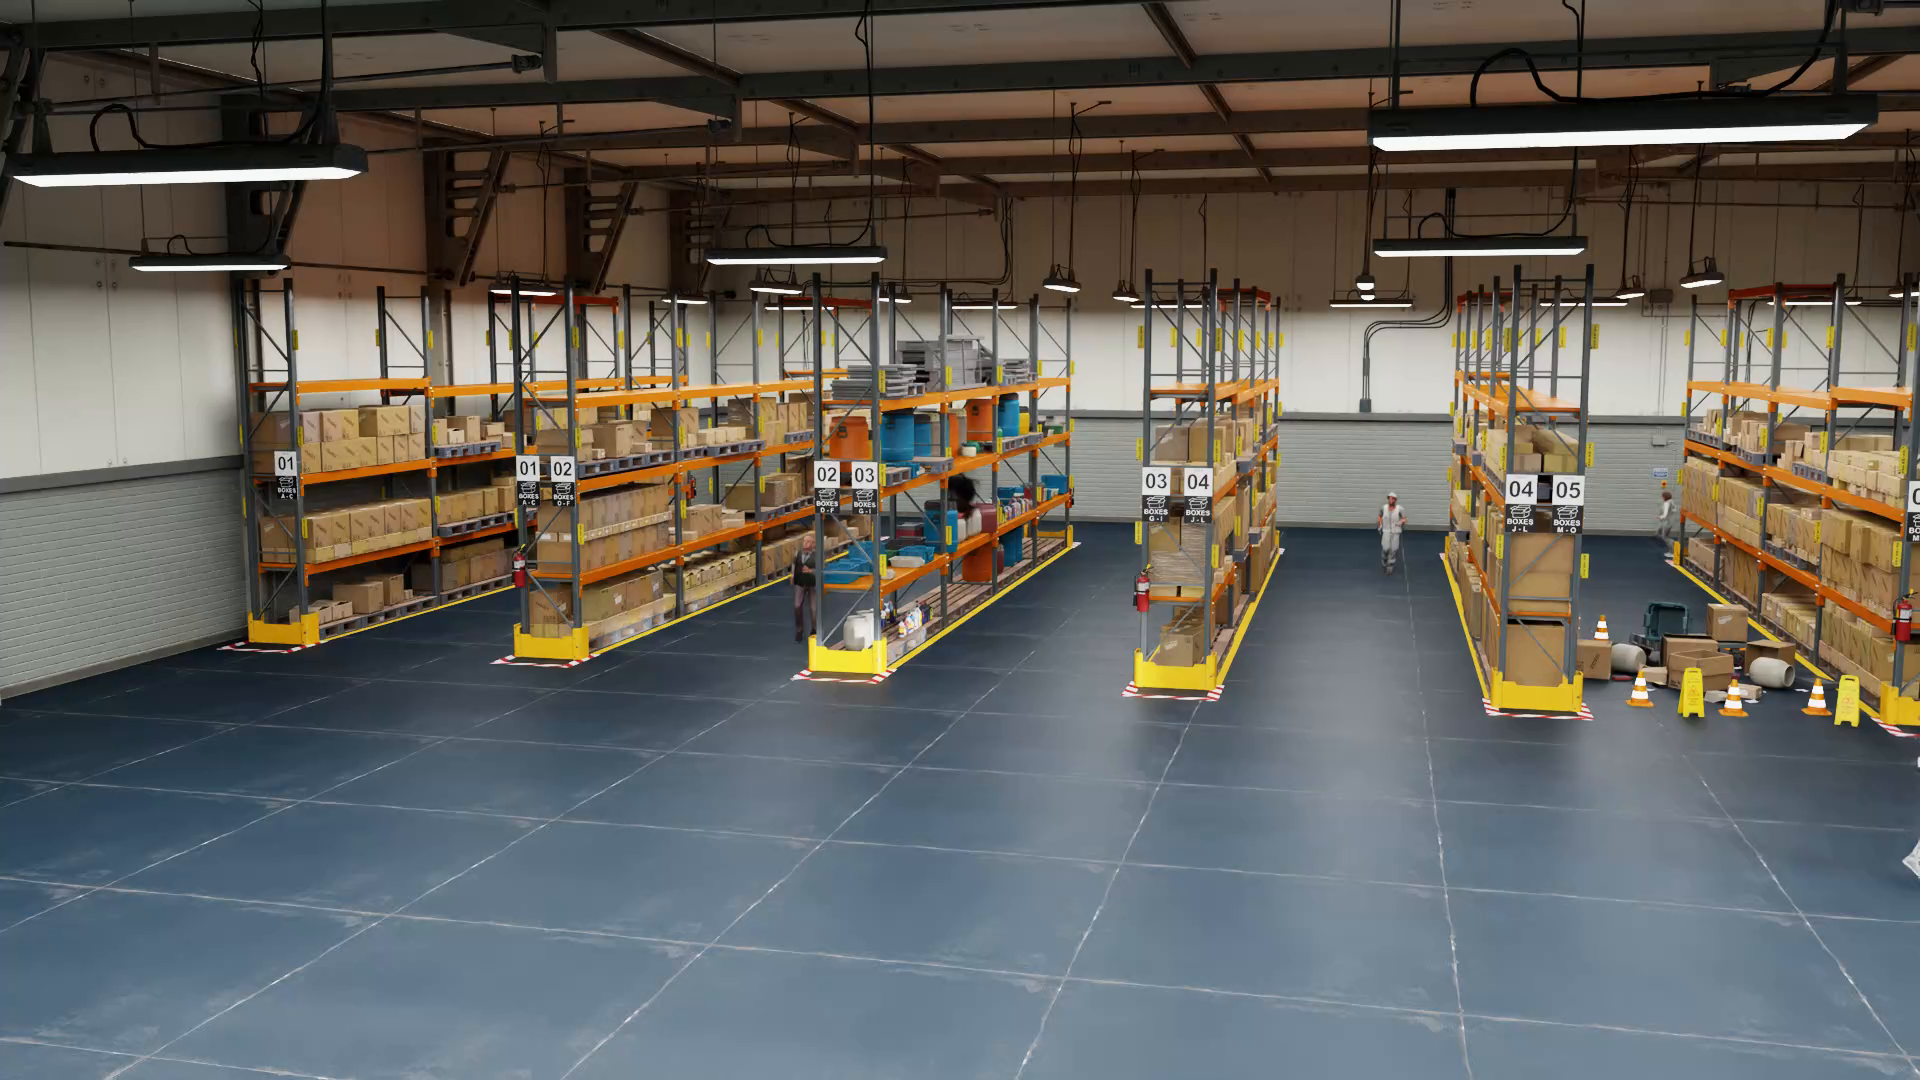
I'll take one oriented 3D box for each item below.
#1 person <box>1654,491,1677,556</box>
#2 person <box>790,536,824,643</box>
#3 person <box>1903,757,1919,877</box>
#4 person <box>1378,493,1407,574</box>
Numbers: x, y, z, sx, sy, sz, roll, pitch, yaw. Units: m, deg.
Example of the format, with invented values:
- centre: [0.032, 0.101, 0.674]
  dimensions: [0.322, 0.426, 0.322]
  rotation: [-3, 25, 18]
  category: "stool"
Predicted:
- centre: [16.328, -0.372, 38.455]
  dimensions: [0.532, 1.547, 0.580]
  rotation: [3, 8, 24]
  category: "person"
- centre: [-2.561, 0.816, 27.817]
  dimensions: [0.624, 1.778, 0.750]
  rotation: [1, 7, 7]
  category: "person"
- centre: [9.043, 2.366, 15.115]
  dimensions: [0.587, 1.747, 0.805]
  rotation: [-5, 8, -33]
  category: "person"
- centre: [9.211, -0.130, 35.494]
  dimensions: [0.625, 1.762, 0.659]
  rotation: [2, 7, 19]
  category: "person"
